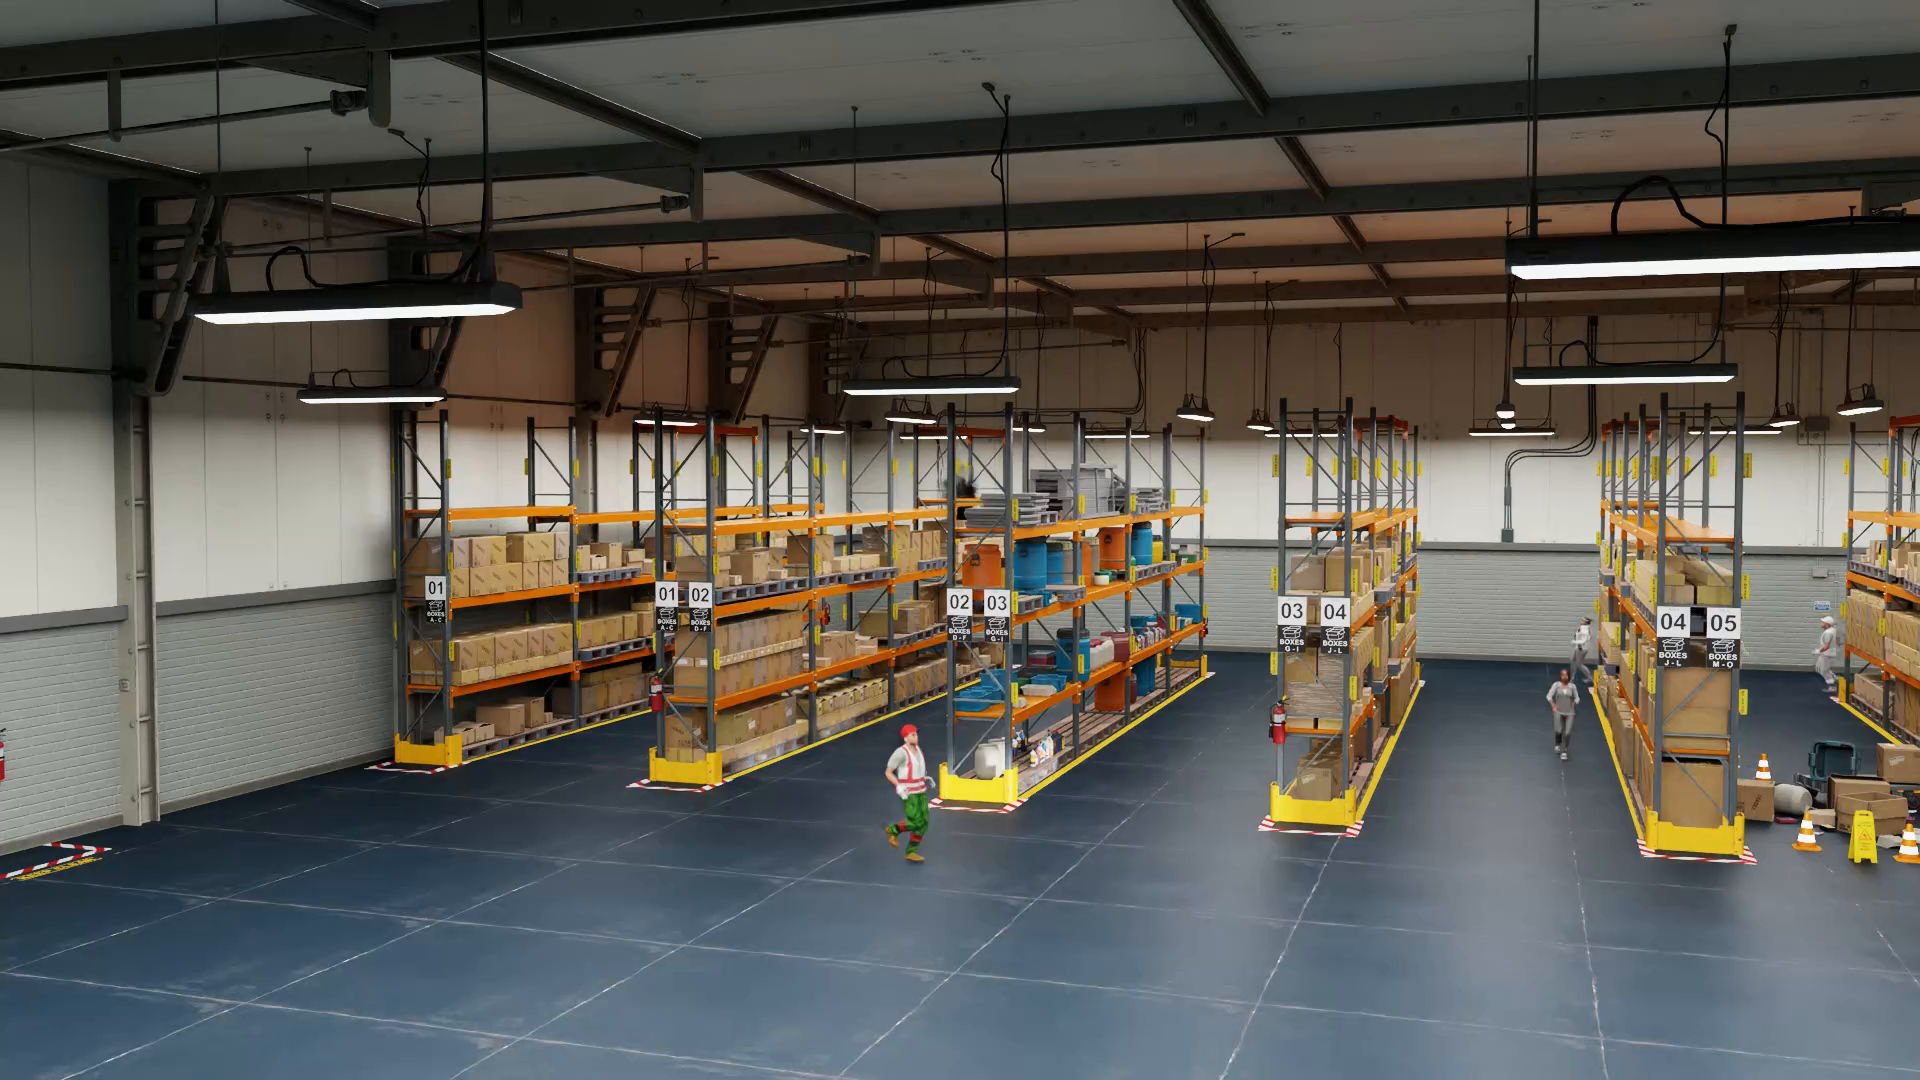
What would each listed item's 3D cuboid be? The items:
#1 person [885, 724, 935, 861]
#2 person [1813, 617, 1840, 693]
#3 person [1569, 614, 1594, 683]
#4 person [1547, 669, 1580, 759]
[{"bbox_3d":[-0.638,3.221,21.250,0.602,1.737,0.655,2,3,38],"label":"person"},{"bbox_3d":[19.277,2.554,36.973,0.564,1.723,0.706,1,3,29],"label":"person"},{"bbox_3d":[14.310,2.537,38.497,0.709,1.665,0.728,1,3,23],"label":"person"},{"bbox_3d":[10.357,3.039,28.529,0.531,1.465,0.540,1,3,15],"label":"person"}]
